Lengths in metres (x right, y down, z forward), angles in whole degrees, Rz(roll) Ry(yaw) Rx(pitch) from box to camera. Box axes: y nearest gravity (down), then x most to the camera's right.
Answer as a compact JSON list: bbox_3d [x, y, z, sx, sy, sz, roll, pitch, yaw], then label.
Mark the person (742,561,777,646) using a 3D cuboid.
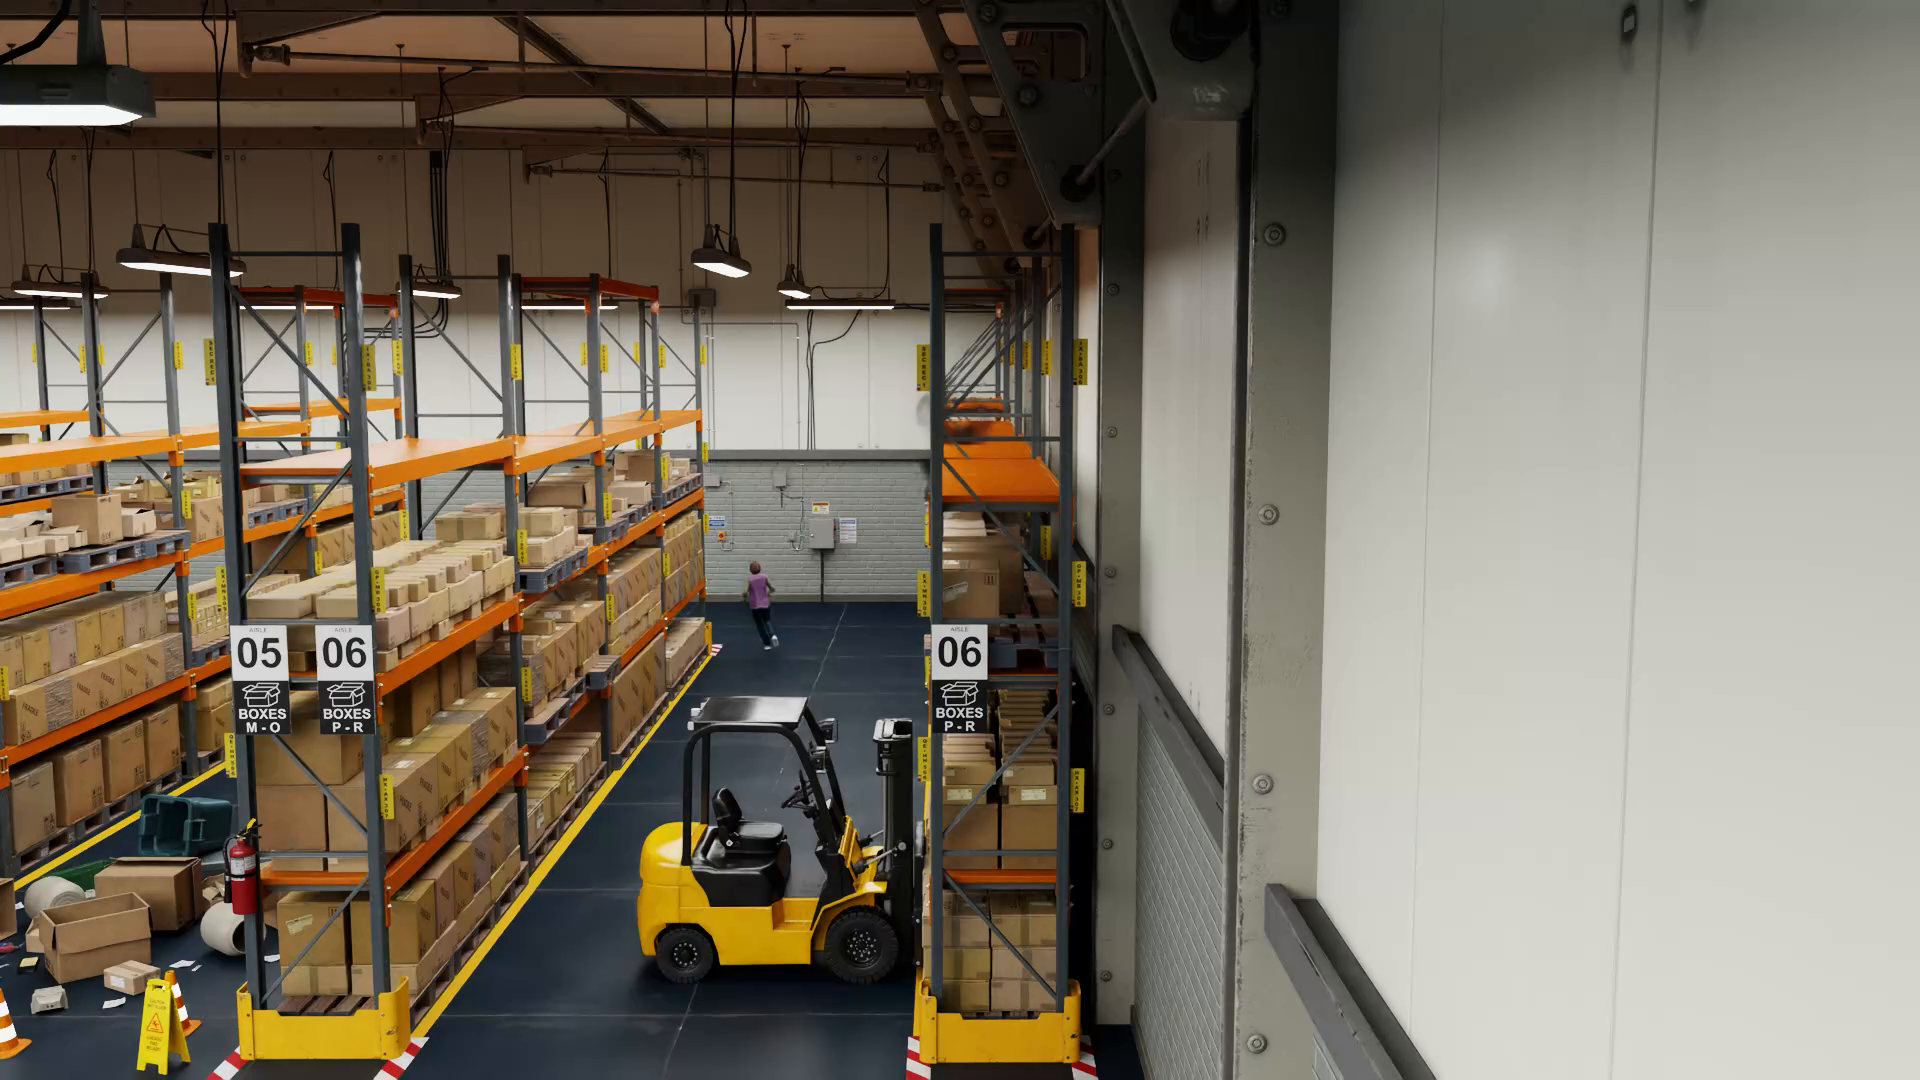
[{"bbox_3d":[-3.402,1.088,28.064,0.577,1.470,0.499,-3,7,-26],"label":"person"}]
